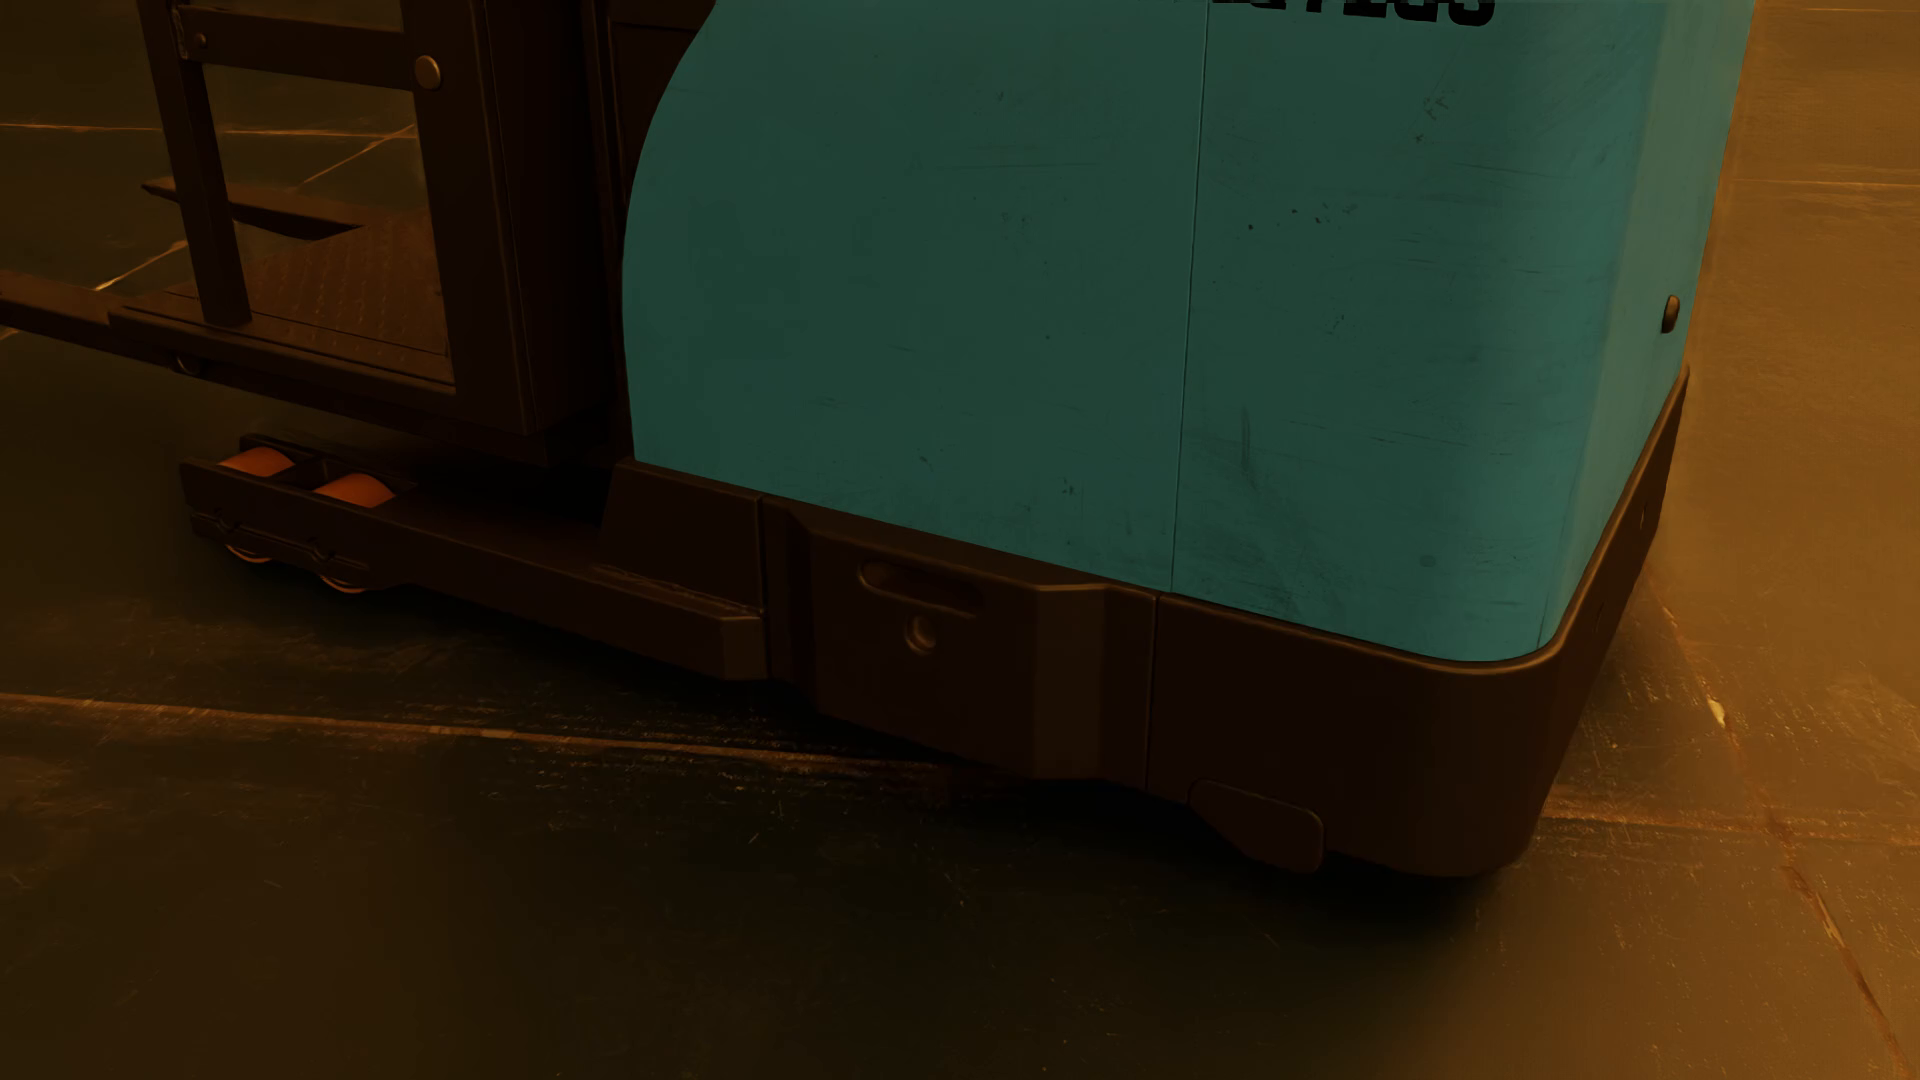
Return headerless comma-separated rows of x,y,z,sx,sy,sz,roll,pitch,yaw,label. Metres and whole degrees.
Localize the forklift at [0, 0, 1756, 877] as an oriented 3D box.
-0.537,-1.426,2.074,3.031,2.935,1.130,14,30,26,forklift
